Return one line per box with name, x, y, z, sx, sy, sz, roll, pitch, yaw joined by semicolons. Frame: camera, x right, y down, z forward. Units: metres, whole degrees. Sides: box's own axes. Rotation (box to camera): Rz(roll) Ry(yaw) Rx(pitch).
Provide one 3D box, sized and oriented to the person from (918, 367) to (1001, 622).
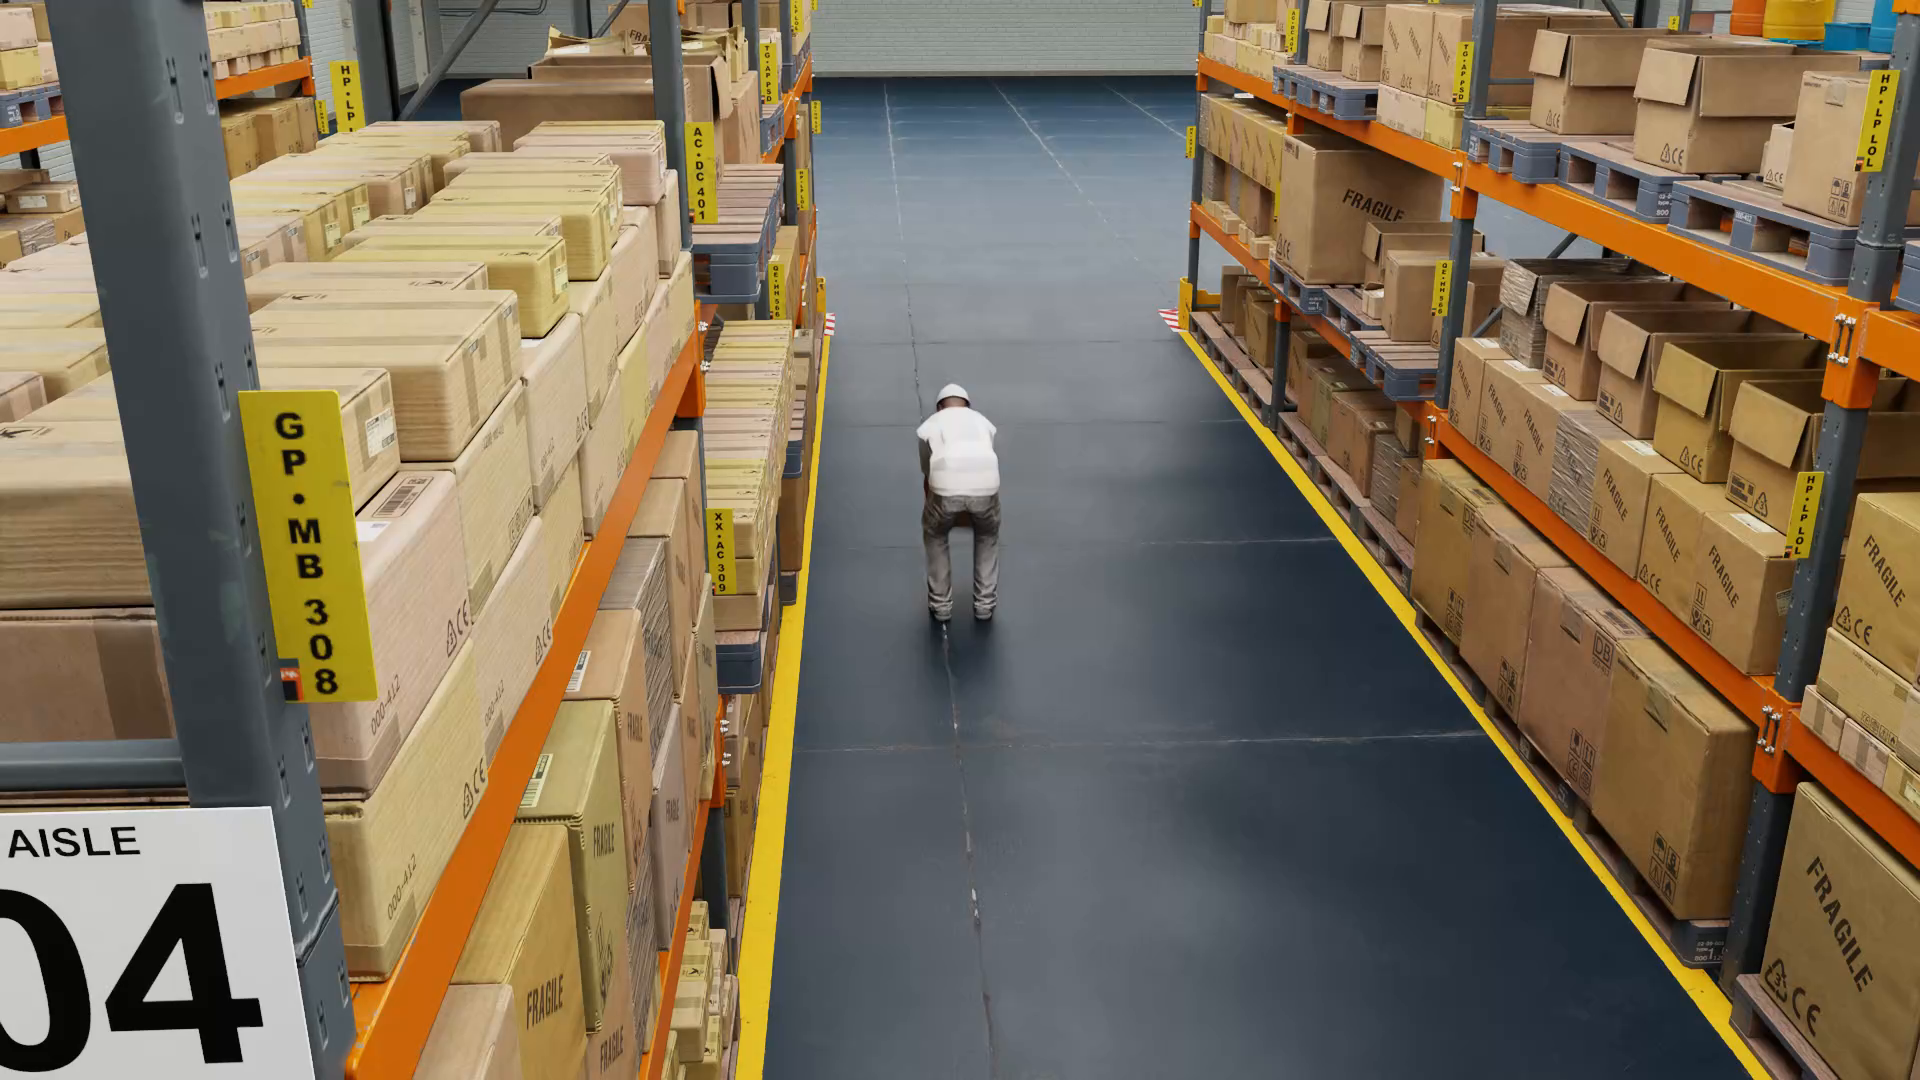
person;-0.009;-0.284;10.315;0.494;1.438;0.876;-2;20;-5
